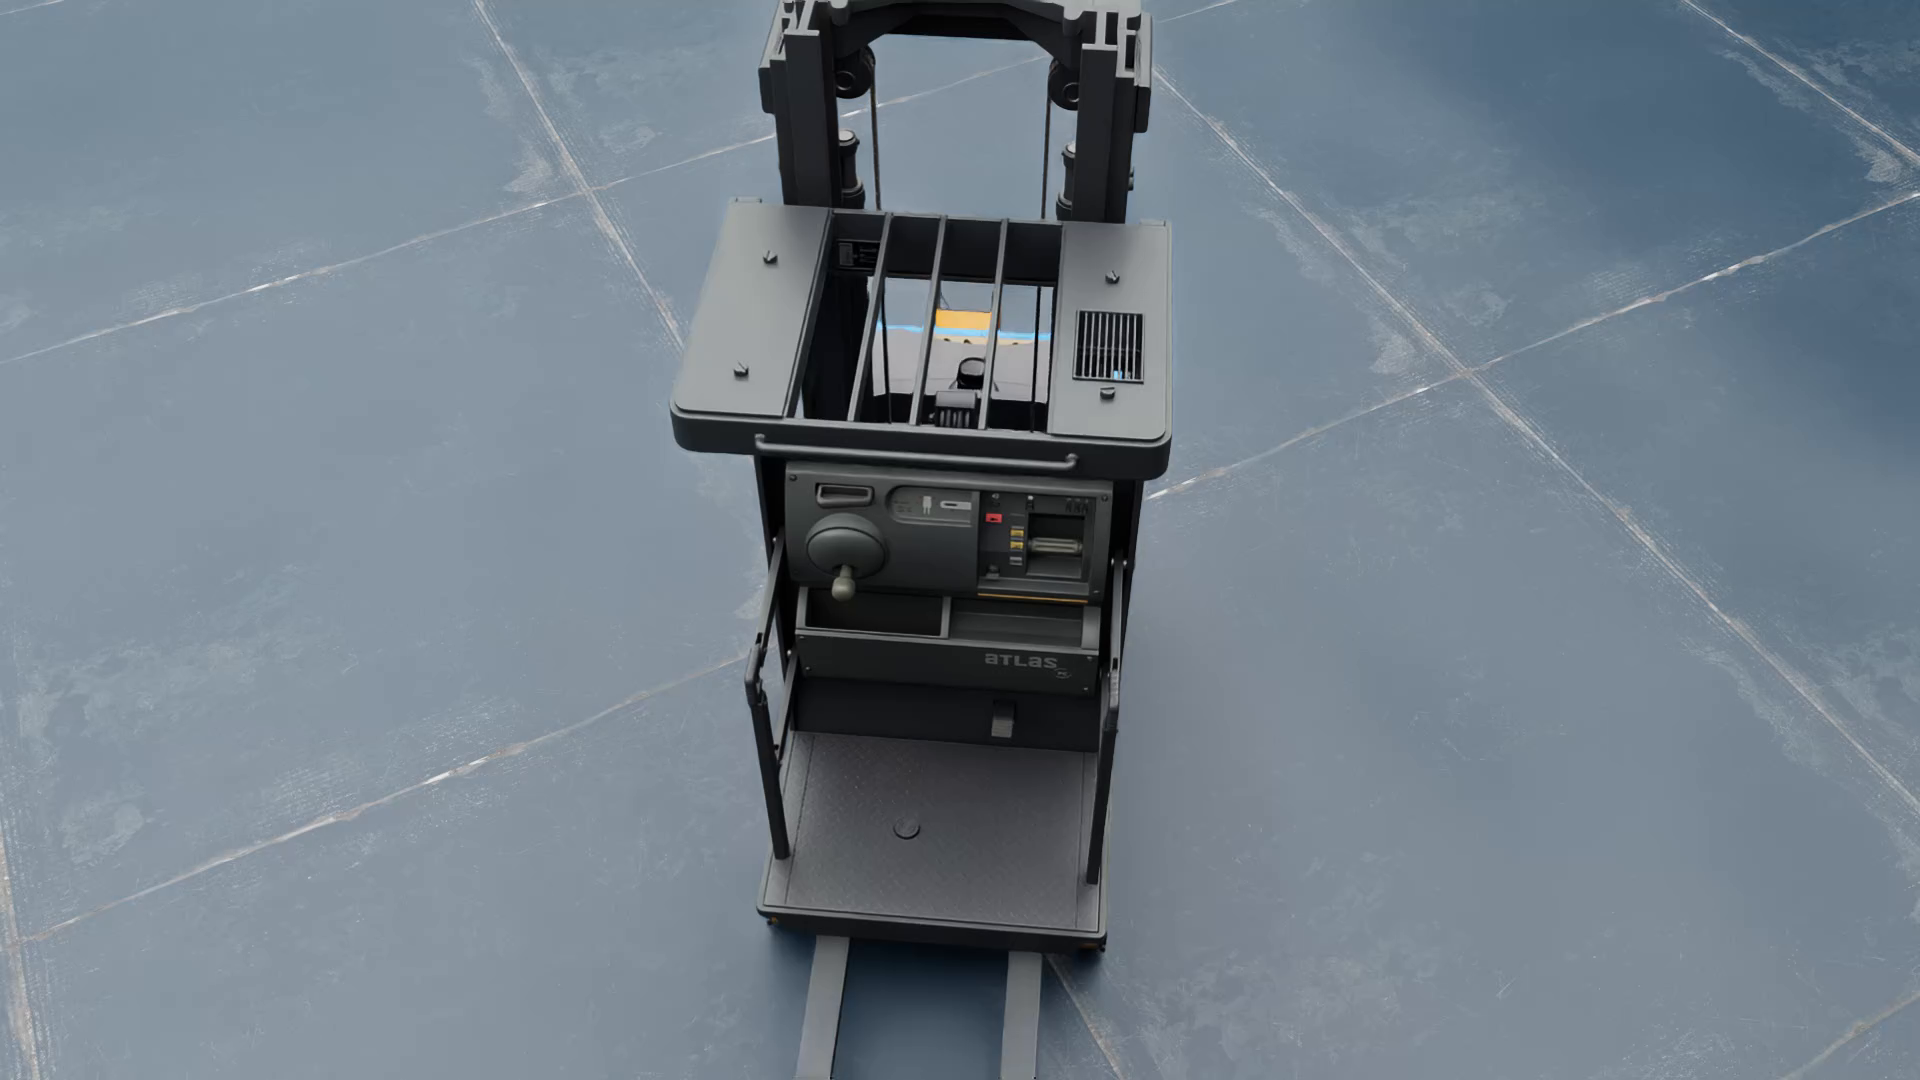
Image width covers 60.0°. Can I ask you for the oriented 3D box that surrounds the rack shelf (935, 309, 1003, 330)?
[{"bbox_3d":[0.020,-0.752,6.084,0.258,0.103,0.180,4,49,3],"label":"rack shelf"}]

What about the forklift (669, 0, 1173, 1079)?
[{"bbox_3d":[-0.053,0.099,4.609,1.130,2.935,3.031,4,49,3],"label":"forklift"}]

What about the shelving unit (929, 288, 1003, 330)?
[{"bbox_3d":[0.020,-0.544,6.322,0.258,1.200,0.189,4,49,3],"label":"shelving unit"}]

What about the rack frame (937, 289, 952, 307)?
[{"bbox_3d":[0.028,-0.613,6.382,0.240,1.200,0.006,4,49,3],"label":"rack frame"}]

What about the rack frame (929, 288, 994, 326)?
[{"bbox_3d":[0.012,-0.476,6.262,0.240,1.200,0.006,4,49,3],"label":"rack frame"}]
